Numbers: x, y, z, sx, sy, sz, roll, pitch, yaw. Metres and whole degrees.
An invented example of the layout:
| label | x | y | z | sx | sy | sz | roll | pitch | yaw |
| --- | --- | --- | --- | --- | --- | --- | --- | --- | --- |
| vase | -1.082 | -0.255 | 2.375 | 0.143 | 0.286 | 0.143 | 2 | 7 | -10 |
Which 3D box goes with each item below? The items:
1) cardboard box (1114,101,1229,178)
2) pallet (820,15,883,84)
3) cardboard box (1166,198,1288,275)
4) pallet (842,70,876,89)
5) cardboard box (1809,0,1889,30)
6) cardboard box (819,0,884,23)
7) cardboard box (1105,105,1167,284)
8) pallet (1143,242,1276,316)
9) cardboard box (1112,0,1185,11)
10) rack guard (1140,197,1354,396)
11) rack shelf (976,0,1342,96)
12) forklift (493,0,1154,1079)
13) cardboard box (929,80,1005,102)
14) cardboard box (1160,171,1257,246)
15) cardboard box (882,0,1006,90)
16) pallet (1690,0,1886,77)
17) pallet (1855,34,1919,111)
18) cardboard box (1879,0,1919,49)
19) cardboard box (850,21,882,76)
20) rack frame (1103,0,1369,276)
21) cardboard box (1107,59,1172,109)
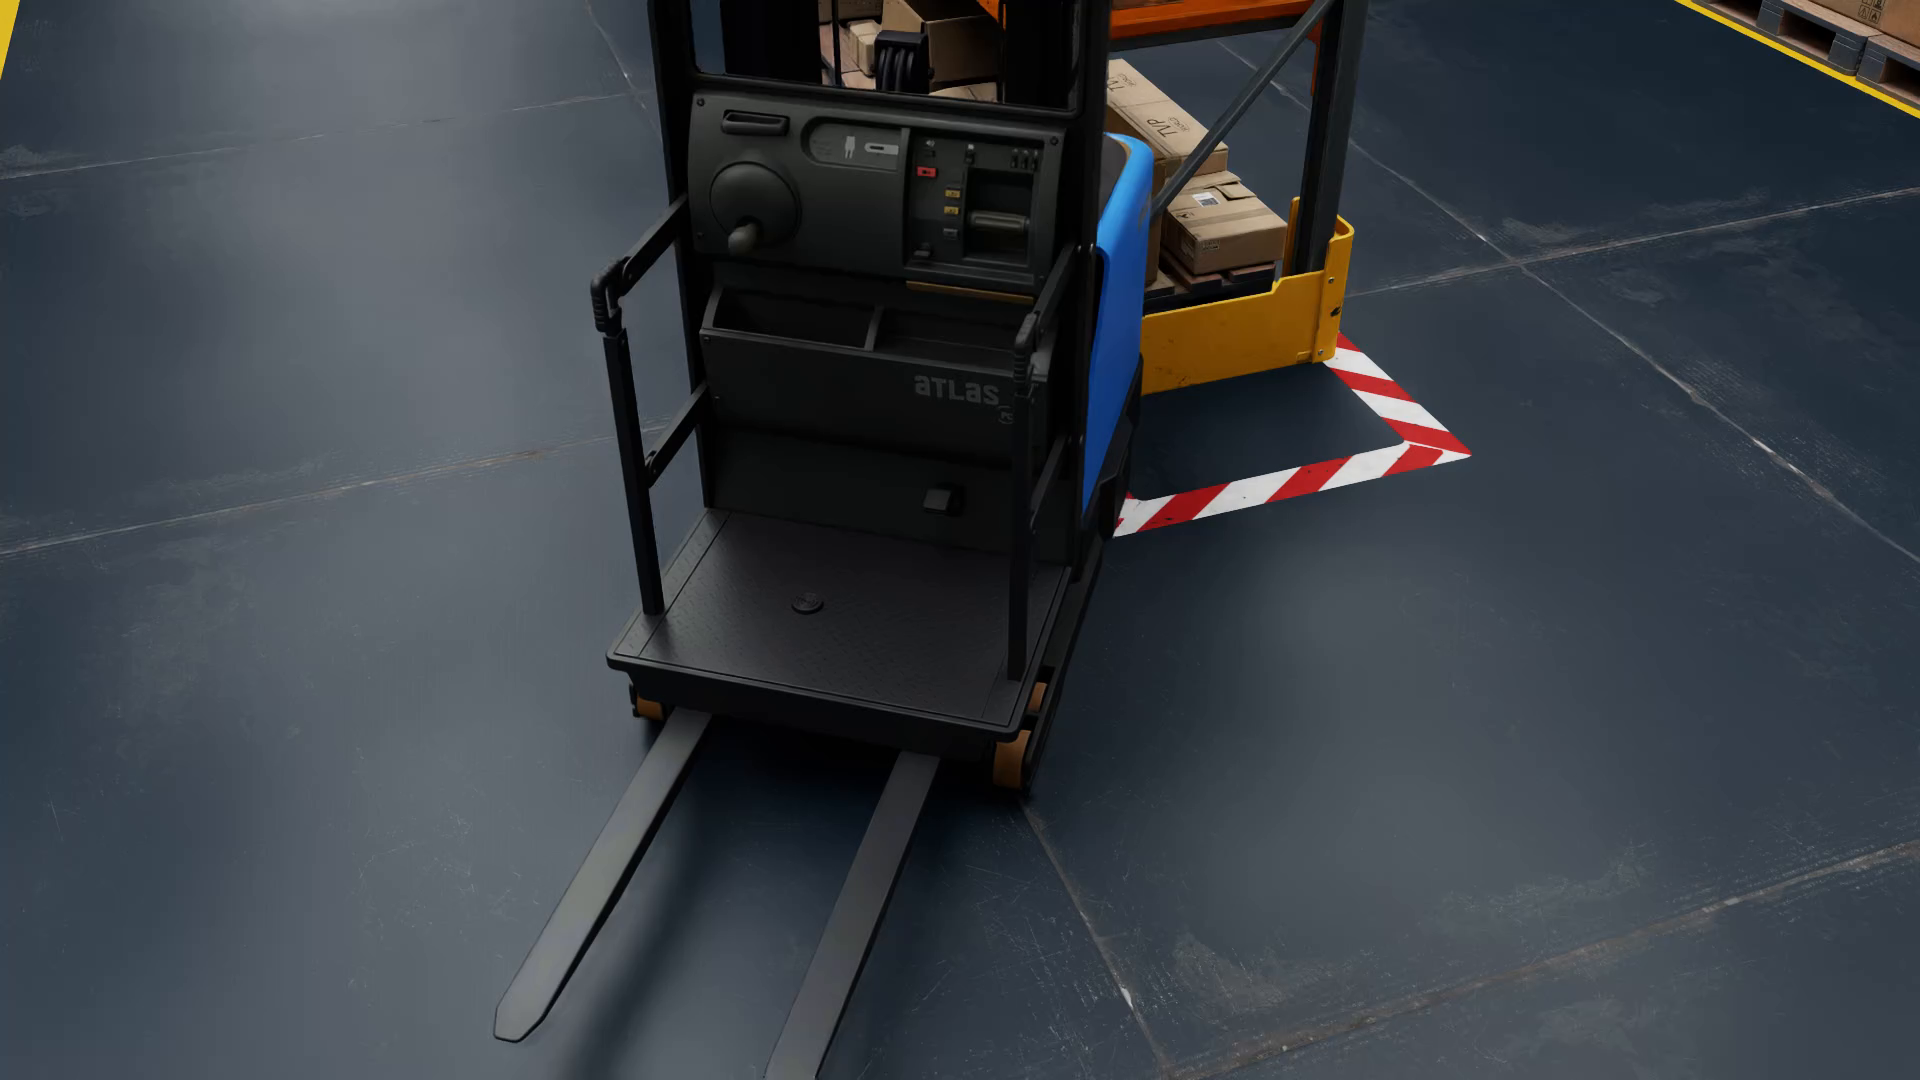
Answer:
| label | x | y | z | sx | sy | sz | roll | pitch | yaw |
| --- | --- | --- | --- | --- | --- | --- | --- | --- | --- |
| cardboard box | 0.736 | -1.532 | 6.710 | 0.500 | 0.250 | 0.500 | -12 | 39 | -16 |
| pallet | -0.312 | -2.563 | 8.478 | 1.003 | 0.211 | 1.213 | -12 | 39 | -16 |
| cardboard box | 1.007 | -1.151 | 6.288 | 0.380 | 0.149 | 0.250 | -12 | 39 | -16 |
| pallet | 0.111 | -1.873 | 7.562 | 1.003 | 0.211 | 1.213 | -12 | 39 | -16 |
| cardboard box | 4.798 | -2.944 | 8.394 | 0.700 | 0.500 | 0.500 | -14 | 39 | -17 |
| cardboard box | -0.606 | -2.885 | 8.457 | 0.500 | 0.311 | 0.500 | -12 | 39 | -16 |
| cardboard box | 0.410 | -1.239 | 6.114 | 0.500 | 0.500 | 0.500 | -12 | 39 | -16 |
| pallet | 0.527 | -1.185 | 6.648 | 1.003 | 0.211 | 1.213 | -12 | 39 | -16 |
| cardboard box | 0.419 | -2.042 | 5.385 | 0.500 | 0.500 | 0.500 | -11 | 38 | -15 |
| rack guard | 0.803 | -0.850 | 5.963 | 1.175 | 0.500 | 0.348 | -12 | 39 | -16 |
| rack shelf | 0.141 | -2.648 | 6.871 | 1.077 | 0.370 | 4.000 | -12 | 39 | -16 |
| forklift | -0.266 | -0.777 | 3.845 | 1.130 | 2.935 | 3.031 | 9 | 38 | 12 |
| cardboard box | 0.112 | -1.682 | 6.910 | 0.500 | 0.250 | 0.500 | -12 | 39 | -16 |
| cardboard box | 0.921 | -1.299 | 6.470 | 0.380 | 0.166 | 0.250 | -12 | 39 | -16 |
| cardboard box | 0.104 | -2.184 | 7.365 | 0.797 | 0.503 | 0.637 | -12 | 39 | -16 |
| pallet | 4.714 | -2.843 | 8.849 | 1.003 | 0.211 | 1.213 | -12 | 39 | -16 |
| pallet | 5.130 | -2.155 | 7.936 | 1.003 | 0.211 | 1.213 | -12 | 39 | -16 |
| cardboard box | 4.972 | -2.660 | 8.017 | 0.700 | 0.500 | 0.500 | -13 | 39 | -16 |
| cardboard box | -0.299 | -2.341 | 7.854 | 0.380 | 0.166 | 0.250 | -12 | 39 | -16 |
| rack frame | 0.829 | -1.806 | 5.154 | 1.000 | 3.000 | 0.127 | -12 | 39 | -16 |
| cardboard box | 0.564 | -1.814 | 7.085 | 0.500 | 0.250 | 0.500 | -12 | 39 | -16 |
